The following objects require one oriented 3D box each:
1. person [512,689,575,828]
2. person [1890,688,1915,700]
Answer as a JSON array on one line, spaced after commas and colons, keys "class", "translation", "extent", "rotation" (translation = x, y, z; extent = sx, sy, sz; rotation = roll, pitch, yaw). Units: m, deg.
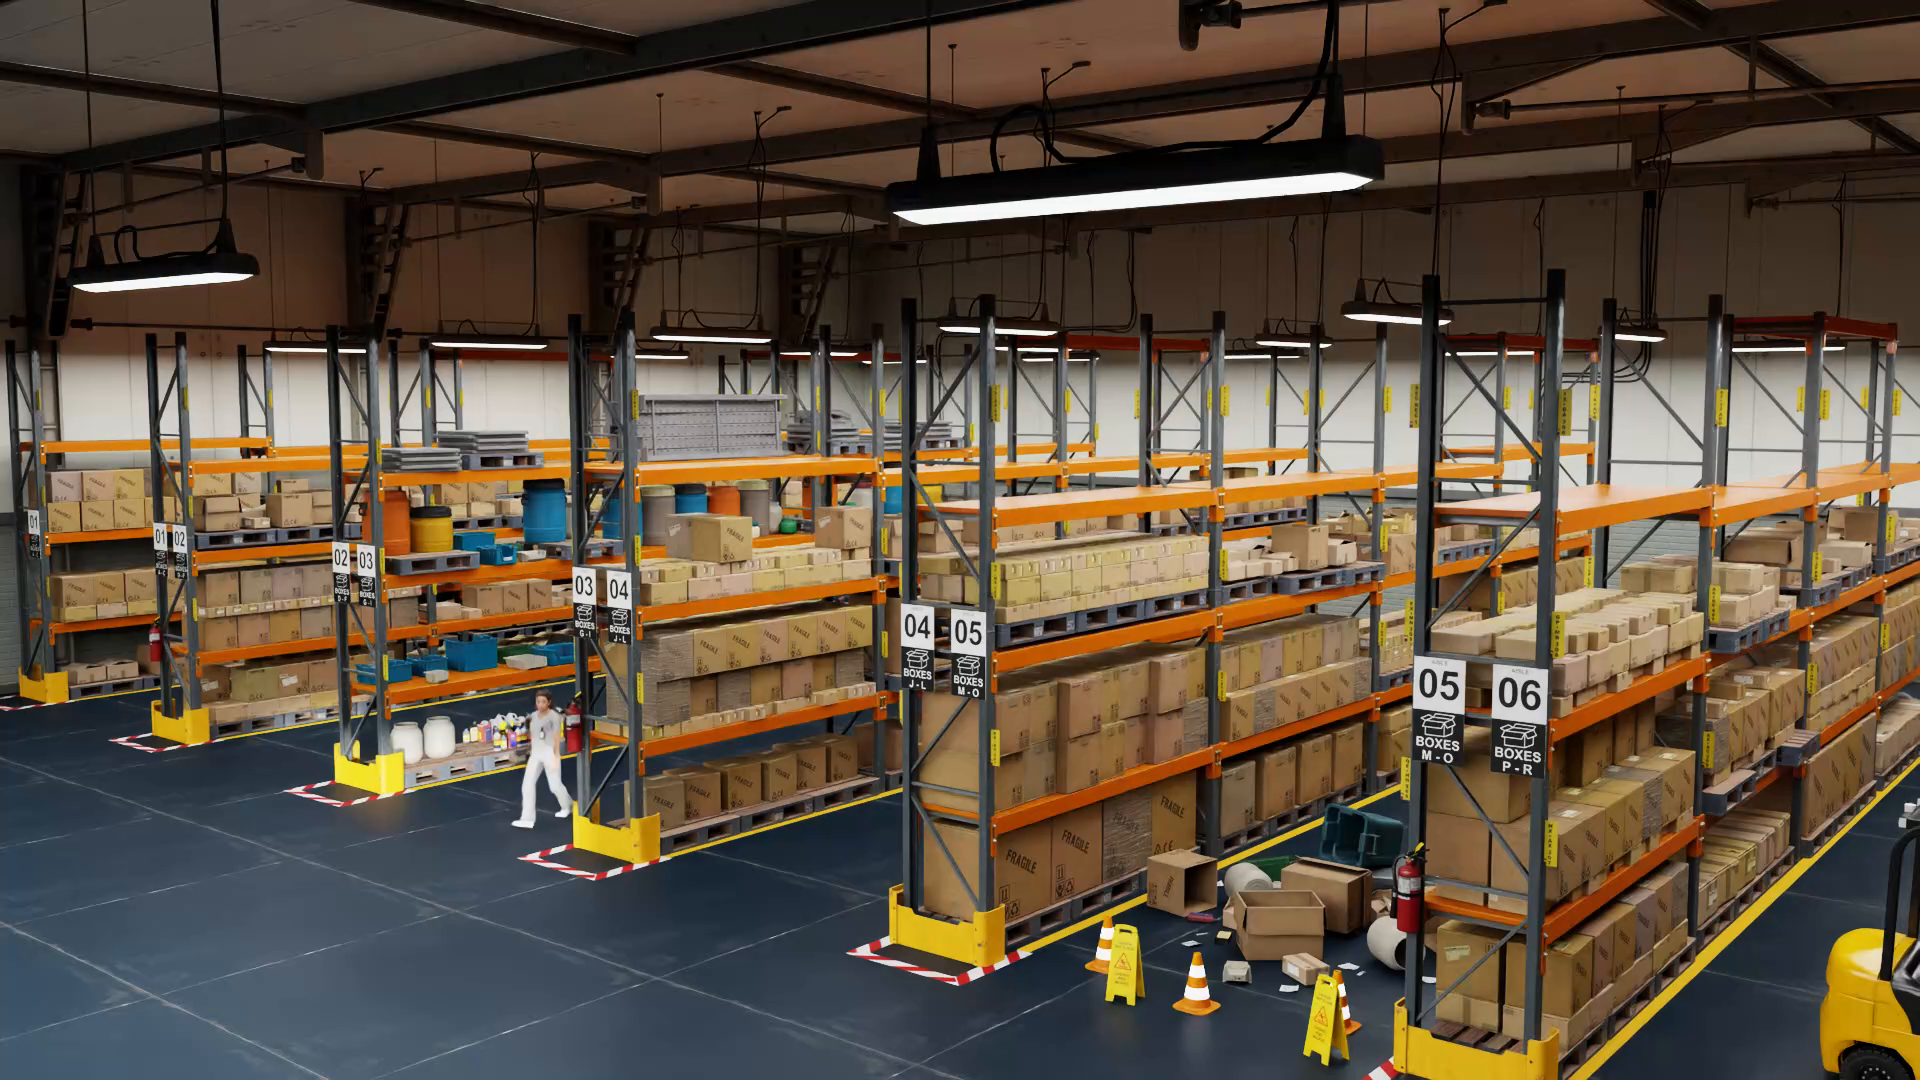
[{"class": "person", "translation": [-4.931, 2.575, 19.772], "extent": [0.456, 1.647, 0.869], "rotation": [2, 5, 18]}, {"class": "person", "translation": [14.501, 2.015, 25.538], "extent": [0.619, 1.670, 0.461], "rotation": [4, 7, 38]}]
